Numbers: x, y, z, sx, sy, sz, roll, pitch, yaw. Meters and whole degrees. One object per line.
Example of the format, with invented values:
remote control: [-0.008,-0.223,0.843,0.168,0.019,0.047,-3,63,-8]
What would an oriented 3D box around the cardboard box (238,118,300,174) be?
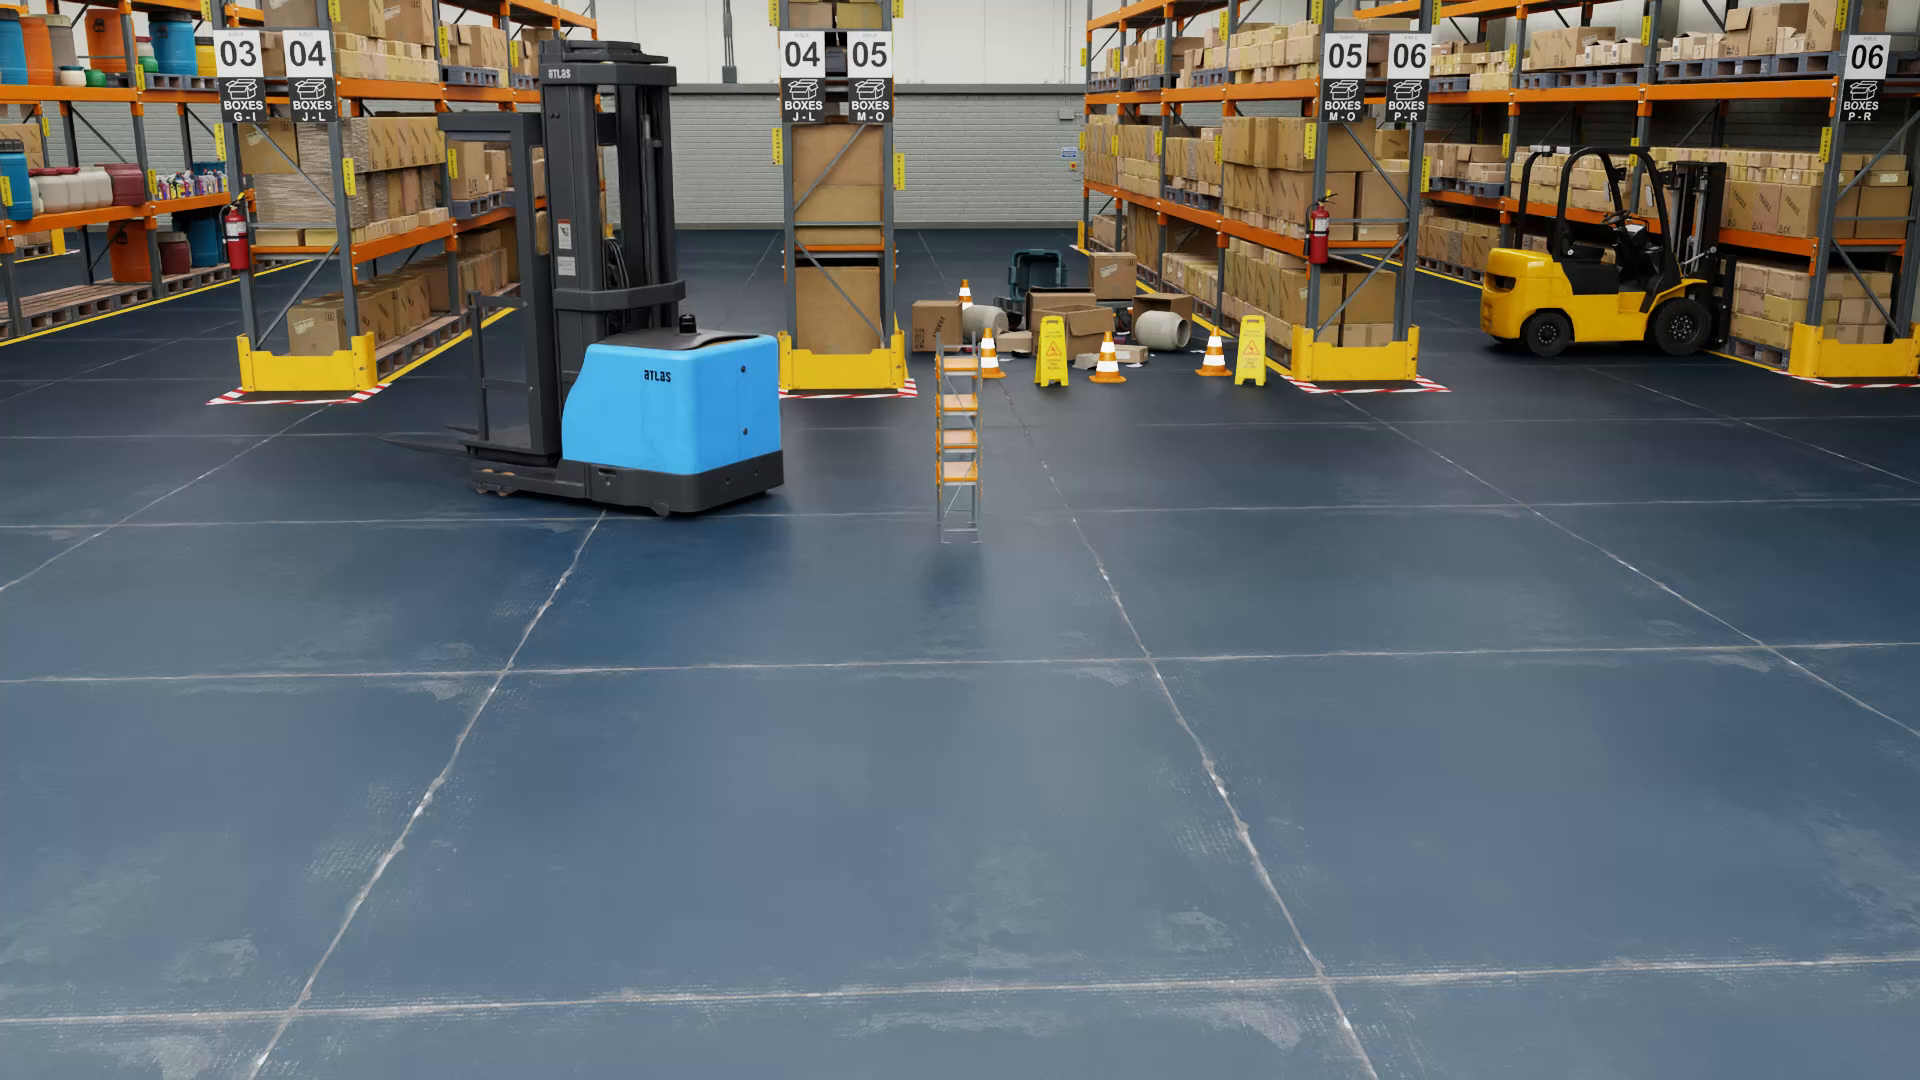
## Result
cardboard box: [-6.349,-3.667,15.455,0.500,0.500,0.500,-1,14,-3]

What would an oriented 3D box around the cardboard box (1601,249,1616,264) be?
cardboard box: [8.485,-3.266,20.622,0.875,0.625,0.625,0,14,-1]

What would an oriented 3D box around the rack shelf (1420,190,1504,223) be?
rack shelf: [8.157,-5.227,25.764,1.077,0.370,4.000,-1,14,-3]

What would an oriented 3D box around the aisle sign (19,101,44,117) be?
aisle sign: [-16.646,-7.965,29.747,0.394,0.787,0.004,-1,14,-3]

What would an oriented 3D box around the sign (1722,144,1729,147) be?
sign: [9.083,-4.549,19.792,0.100,0.325,0.005,-1,14,-3]

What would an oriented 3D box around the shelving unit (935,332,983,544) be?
shelving unit: [-0.010,-0.622,10.037,0.258,1.200,0.503,-1,14,-3]

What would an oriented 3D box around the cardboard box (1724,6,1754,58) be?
cardboard box: [8.544,-5.351,17.534,0.797,0.503,0.637,0,14,-2]

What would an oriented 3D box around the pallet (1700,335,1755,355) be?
pallet: [8.615,-2.230,18.269,1.003,0.211,1.213,-1,14,-3]

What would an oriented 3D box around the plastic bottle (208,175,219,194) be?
plastic bottle: [-11.354,-5.396,25.227,0.152,0.276,0.135,-1,14,-3]

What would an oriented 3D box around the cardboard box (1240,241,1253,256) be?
cardboard box: [3.323,-3.244,18.482,0.380,0.149,0.250,0,14,-1]

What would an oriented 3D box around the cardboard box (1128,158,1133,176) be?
cardboard box: [2.890,-5.795,25.828,0.500,0.250,0.500,-1,14,-3]

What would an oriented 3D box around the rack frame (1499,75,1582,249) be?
rack frame: [8.281,-5.078,23.741,1.000,3.000,0.127,-1,14,-3]

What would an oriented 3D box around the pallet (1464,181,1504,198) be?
pallet: [8.169,-5.152,24.416,1.213,0.211,1.003,-1,14,-3]

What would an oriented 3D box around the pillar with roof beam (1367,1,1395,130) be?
pillar with roof beam: [4.221,-10.591,33.128,9.100,9.000,0.400,-1,14,-3]

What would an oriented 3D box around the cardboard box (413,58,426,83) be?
cardboard box: [-6.005,-4.993,17.693,0.500,0.250,0.500,-1,14,-2]

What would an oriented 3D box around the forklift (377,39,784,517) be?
forklift: [-2.720,-1.814,11.194,3.031,2.935,1.130,8,17,29]

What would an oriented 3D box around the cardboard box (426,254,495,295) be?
cardboard box: [-6.413,-3.404,21.372,0.700,0.500,0.500,0,14,1]

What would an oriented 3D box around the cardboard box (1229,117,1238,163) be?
cardboard box: [3.395,-4.442,18.466,0.700,0.500,0.500,-1,14,-3]

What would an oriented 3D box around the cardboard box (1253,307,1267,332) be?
cardboard box: [3.442,-2.338,17.769,0.500,0.250,0.500,-1,14,-5]

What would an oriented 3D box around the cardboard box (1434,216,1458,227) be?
cardboard box: [7.911,-5.155,26.912,0.380,0.149,0.250,-2,15,-6]

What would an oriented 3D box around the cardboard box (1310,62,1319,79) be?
cardboard box: [3.521,-4.426,15.692,0.380,0.149,0.250,-1,14,-3]

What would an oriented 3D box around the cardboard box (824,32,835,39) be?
cardboard box: [-1.481,-5.051,16.280,0.500,0.250,0.500,-1,14,-4]

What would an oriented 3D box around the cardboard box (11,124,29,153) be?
cardboard box: [-16.613,-6.985,28.948,0.500,0.500,0.500,0,14,-2]

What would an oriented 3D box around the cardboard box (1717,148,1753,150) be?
cardboard box: [8.854,-4.386,18.954,0.380,0.149,0.250,-1,14,-4]

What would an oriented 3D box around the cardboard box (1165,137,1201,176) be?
cardboard box: [3.124,-5.280,22.889,0.500,0.500,0.500,-1,14,-5]

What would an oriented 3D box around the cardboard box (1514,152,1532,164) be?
cardboard box: [8.007,-5.356,23.322,0.380,0.149,0.250,0,14,-2]

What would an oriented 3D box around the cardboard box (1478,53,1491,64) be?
cardboard box: [7.902,-7.136,24.624,0.380,0.149,0.250,-1,14,-5]

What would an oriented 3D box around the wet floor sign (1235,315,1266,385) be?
wet floor sign: [2.766,-1.806,15.752,0.267,0.644,0.232,4,15,16]

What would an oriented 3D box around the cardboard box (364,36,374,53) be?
cardboard box: [-5.869,-4.759,15.983,0.380,0.149,0.250,-1,14,-4]

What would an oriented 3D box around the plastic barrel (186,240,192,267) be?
plastic barrel: [-11.749,-4.310,24.909,0.421,0.512,0.421,0,14,0]

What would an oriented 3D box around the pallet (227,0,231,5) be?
pallet: [-11.673,-8.180,24.942,1.003,0.211,1.213,-1,14,-3]

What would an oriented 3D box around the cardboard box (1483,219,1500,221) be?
cardboard box: [8.466,-4.971,26.199,0.380,0.149,0.250,-1,14,-3]

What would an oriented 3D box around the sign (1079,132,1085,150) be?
sign: [2.277,-7.440,31.027,0.100,0.325,0.005,-1,14,-3]

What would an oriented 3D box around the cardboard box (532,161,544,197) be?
cardboard box: [-6.392,-5.276,24.312,0.500,0.500,0.500,-1,14,-4]

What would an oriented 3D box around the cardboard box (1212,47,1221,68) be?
cardboard box: [3.368,-5.858,20.211,0.500,0.250,0.500,-1,14,-3]

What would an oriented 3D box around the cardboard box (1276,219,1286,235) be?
cardboard box: [3.419,-3.167,16.821,0.380,0.149,0.250,-1,14,-2]

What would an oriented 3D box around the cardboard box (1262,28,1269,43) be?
cardboard box: [3.404,-5.316,17.552,0.380,0.149,0.250,-1,14,-4]

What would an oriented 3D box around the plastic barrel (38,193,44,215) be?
plastic barrel: [-11.189,-4.040,19.987,0.301,0.262,0.301,0,14,0]

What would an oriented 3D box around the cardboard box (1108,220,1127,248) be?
cardboard box: [3.091,-5.338,29.051,0.875,0.438,0.875,-1,14,-5]

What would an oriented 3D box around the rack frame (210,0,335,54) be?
rack frame: [-6.068,-5.763,14.365,1.000,3.000,0.127,-1,14,-3]

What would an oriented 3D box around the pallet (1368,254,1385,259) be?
pallet: [7.913,-5.197,29.801,1.003,0.211,1.213,-1,14,-3]

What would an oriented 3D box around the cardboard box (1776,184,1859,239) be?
cardboard box: [8.484,-3.255,16.456,0.500,0.500,0.500,-1,14,-5]

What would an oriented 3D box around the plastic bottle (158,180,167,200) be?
plastic bottle: [-11.186,-4.909,23.320,0.061,0.283,0.133,-1,14,-3]

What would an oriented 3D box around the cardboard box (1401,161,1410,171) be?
cardboard box: [7.758,-6.267,28.066,0.500,0.250,0.500,-1,14,-2]

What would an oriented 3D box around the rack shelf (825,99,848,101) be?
rack shelf: [-1.731,-6.500,24.694,1.077,0.370,4.000,-1,14,-3]

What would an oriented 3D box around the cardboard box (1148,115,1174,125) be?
cardboard box: [3.319,-6.924,27.409,0.380,0.149,0.250,-1,14,-4]

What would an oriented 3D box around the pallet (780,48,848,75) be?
pallet: [-1.168,-4.503,15.666,1.003,0.211,1.213,-1,14,-3]

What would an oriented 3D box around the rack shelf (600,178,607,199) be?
rack shelf: [-6.936,-5.991,28.734,1.077,0.370,4.000,-1,14,-3]

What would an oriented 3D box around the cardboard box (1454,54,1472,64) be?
cardboard box: [7.768,-7.336,25.363,0.380,0.149,0.250,-1,14,-3]

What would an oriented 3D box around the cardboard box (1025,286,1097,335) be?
cardboard box: [1.121,-2.497,18.450,0.797,0.637,0.503,-1,14,-3]

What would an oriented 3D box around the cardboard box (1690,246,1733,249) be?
cardboard box: [8.752,-3.319,19.576,0.500,0.250,0.500,-1,14,-2]

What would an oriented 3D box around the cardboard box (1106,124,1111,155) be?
cardboard box: [2.751,-6.767,28.099,0.500,0.500,0.500,-1,14,-4]

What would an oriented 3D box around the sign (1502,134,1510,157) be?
sign: [7.740,-5.589,23.565,0.100,0.325,0.005,-1,14,-3]

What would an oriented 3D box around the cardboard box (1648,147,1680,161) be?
cardboard box: [8.252,-4.505,19.418,0.380,0.149,0.250,-1,14,-2]
